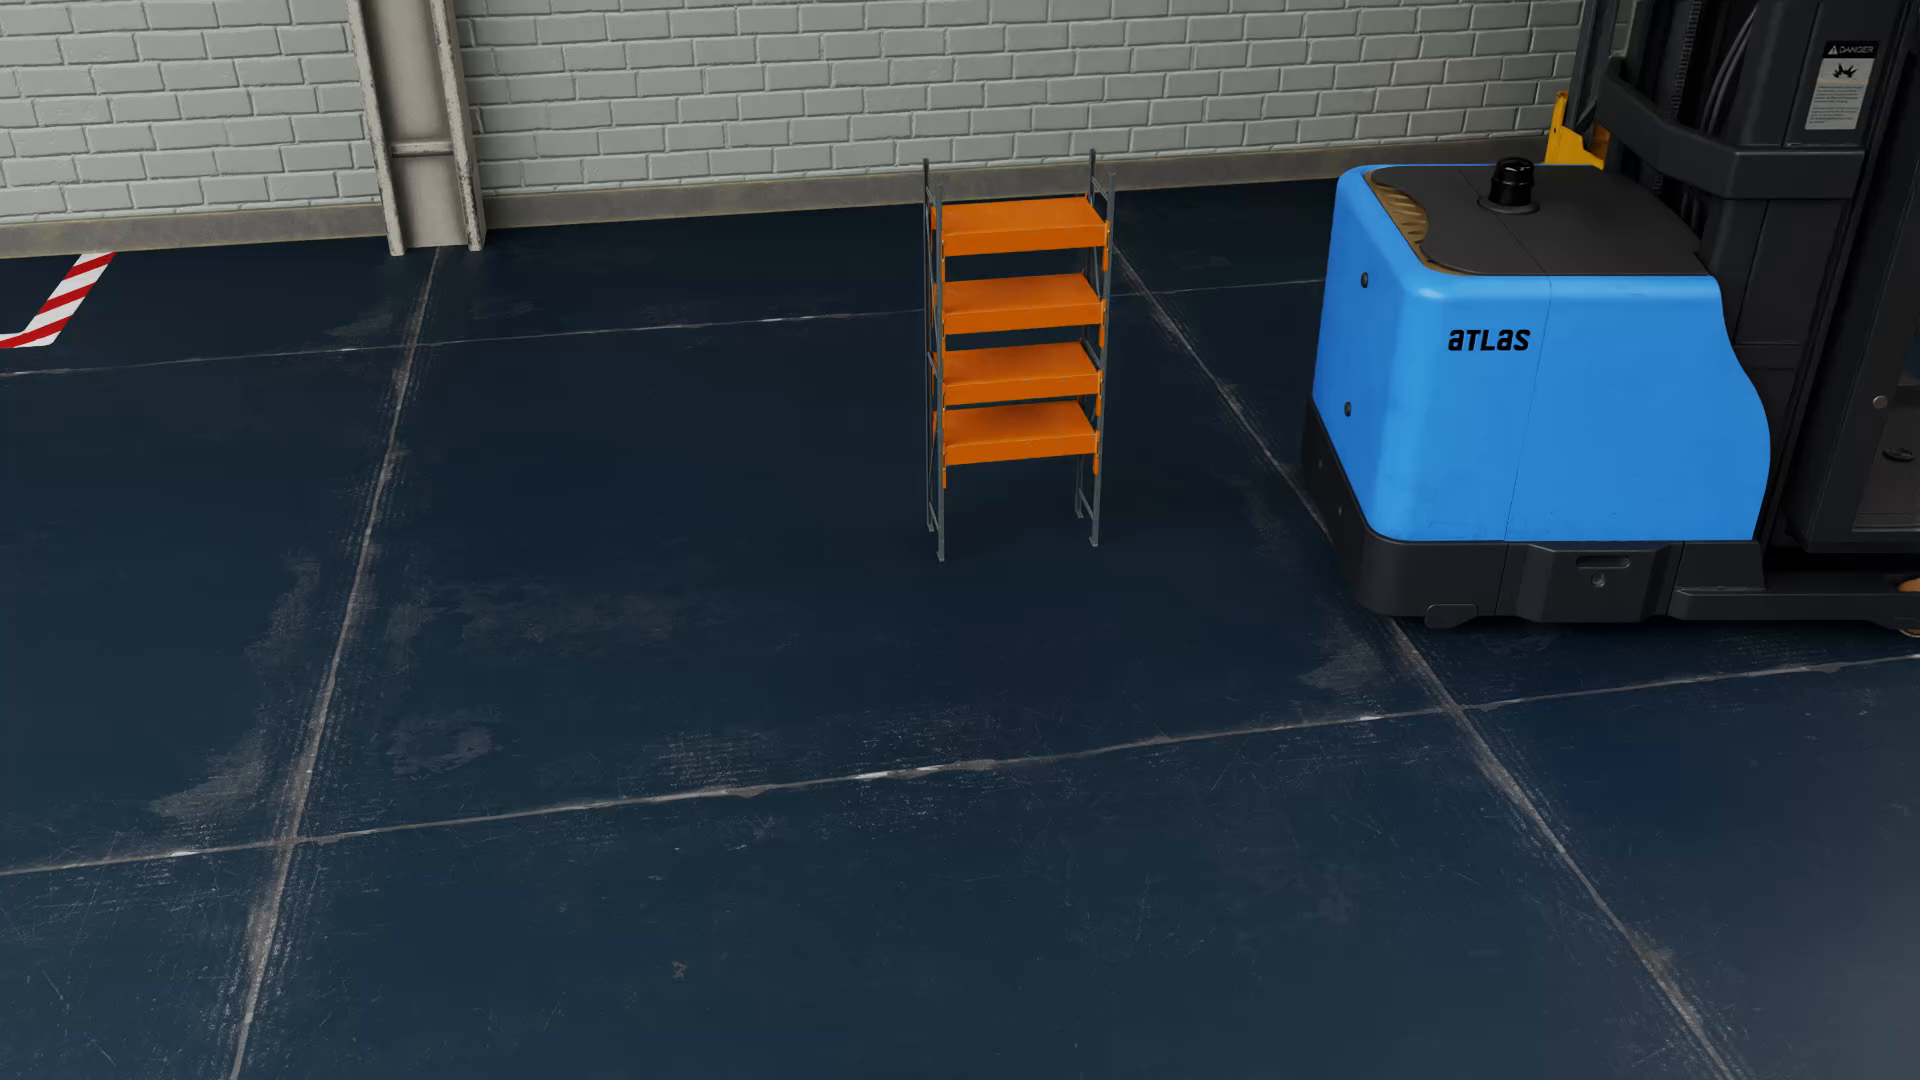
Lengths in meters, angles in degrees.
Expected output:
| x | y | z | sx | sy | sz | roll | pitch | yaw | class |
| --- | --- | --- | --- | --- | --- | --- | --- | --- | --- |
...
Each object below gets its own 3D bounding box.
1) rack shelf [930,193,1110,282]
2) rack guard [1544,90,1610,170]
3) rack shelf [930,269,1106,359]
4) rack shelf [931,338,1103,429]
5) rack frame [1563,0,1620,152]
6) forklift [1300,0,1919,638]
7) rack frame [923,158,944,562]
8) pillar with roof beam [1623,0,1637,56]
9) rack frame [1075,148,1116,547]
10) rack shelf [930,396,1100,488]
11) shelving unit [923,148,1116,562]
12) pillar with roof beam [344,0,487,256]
| x | y | z | sx | sy | sz | roll | pitch | yaw | class |
| --- | --- | --- | --- | --- | --- | --- | --- | --- | --- |
| 0.163 | -0.871 | 4.772 | 0.480 | 0.148 | 0.258 | -5 | 31 | -9 | rack shelf |
| 3.078 | -1.635 | 7.537 | 0.348 | 0.500 | 1.175 | -5 | 31 | -9 | rack guard |
| 0.163 | -0.667 | 4.892 | 0.480 | 0.148 | 0.258 | -5 | 31 | -9 | rack shelf |
| 0.163 | -0.474 | 5.006 | 0.480 | 0.148 | 0.258 | -5 | 31 | -9 | rack shelf |
| 3.004 | -2.705 | 6.892 | 0.127 | 3.000 | 1.000 | -5 | 31 | -9 | rack frame |
| 2.655 | -1.255 | 4.492 | 3.031 | 2.935 | 1.130 | 0 | 30 | 0 | forklift |
| -0.077 | -0.510 | 4.934 | 0.015 | 1.200 | 0.240 | -5 | 31 | -9 | rack frame |
| 4.312 | -3.640 | 2.563 | 0.400 | 9.000 | 9.100 | -5 | 31 | -9 | pillar with roof beam |
| 0.403 | -0.555 | 5.009 | 0.015 | 1.200 | 0.240 | -5 | 31 | -9 | rack frame |
| 0.163 | -0.303 | 5.106 | 0.480 | 0.148 | 0.258 | -5 | 31 | -9 | rack shelf |
| 0.163 | -0.532 | 4.972 | 0.503 | 1.200 | 0.258 | -5 | 31 | -9 | shelving unit |
| -1.590 | -3.092 | 1.631 | 0.400 | 9.000 | 9.100 | -5 | 31 | -9 | pillar with roof beam |
